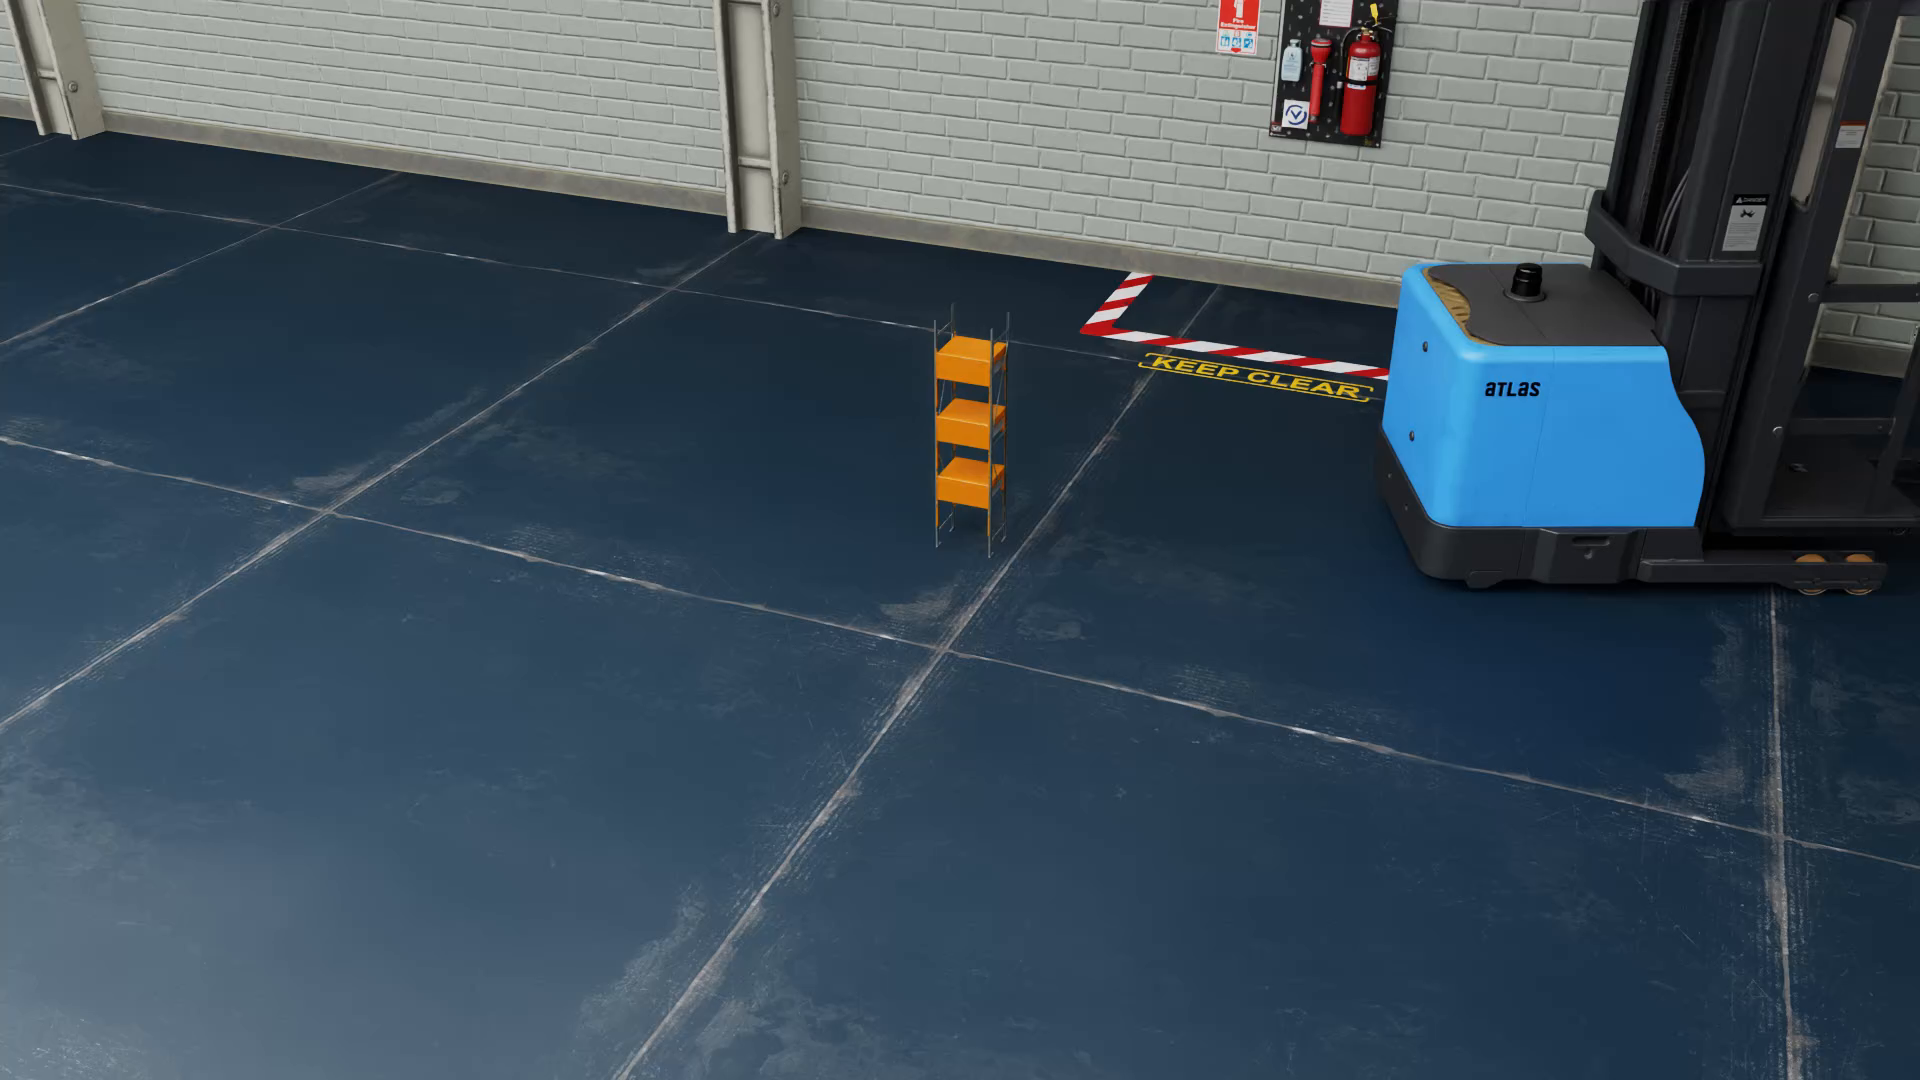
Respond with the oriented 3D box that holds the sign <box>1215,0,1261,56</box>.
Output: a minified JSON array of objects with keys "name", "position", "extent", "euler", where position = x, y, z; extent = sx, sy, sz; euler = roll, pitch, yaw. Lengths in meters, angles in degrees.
[{"name":"sign","position":[1.545,-2.869,9.241],"extent":[0.234,0.329,0.001],"euler":[11,31,19]}]

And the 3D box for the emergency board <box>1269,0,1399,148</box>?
[{"name":"emergency board","position":[2.019,-2.704,8.985],"extent":[0.643,1.169,0.194],"euler":[11,31,19]}]

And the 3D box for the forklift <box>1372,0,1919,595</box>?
[{"name":"forklift","position":[3.413,-1.311,6.592],"extent":[3.031,2.935,1.130],"euler":[0,29,0]}]

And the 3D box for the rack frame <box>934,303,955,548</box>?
[{"name":"rack frame","position":[-0.063,-0.470,7.014],"extent":[0.008,1.050,0.200],"euler":[11,31,19]}]

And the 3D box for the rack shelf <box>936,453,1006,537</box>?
[{"name":"rack shelf","position":[0.050,-0.196,7.116],"extent":[0.240,0.259,0.215],"euler":[11,31,19]}]

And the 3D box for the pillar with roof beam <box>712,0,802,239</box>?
[{"name":"pillar with roof beam","position":[-2.884,-3.988,5.161],"extent":[0.400,9.000,9.100],"euler":[11,31,19]}]

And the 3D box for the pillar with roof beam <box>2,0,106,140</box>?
[{"name":"pillar with roof beam","position":[-8.443,-5.098,7.125],"extent":[0.400,9.000,9.100],"euler":[11,31,19]}]

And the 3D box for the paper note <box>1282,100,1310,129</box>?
[{"name":"paper note","position":[1.881,-2.385,9.316],"extent":[0.142,0.148,0.016],"euler":[11,31,19]}]

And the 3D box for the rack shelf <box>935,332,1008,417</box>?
[{"name":"rack shelf","position":[0.050,-0.685,6.840],"extent":[0.240,0.259,0.215],"euler":[11,31,19]}]

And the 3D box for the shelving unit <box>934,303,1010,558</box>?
[{"name":"shelving unit","position":[0.050,-0.447,6.974],"extent":[0.252,1.050,0.215],"euler":[11,31,19]}]

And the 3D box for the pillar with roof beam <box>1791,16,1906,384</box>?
[{"name":"pillar with roof beam","position":[2.676,-2.878,3.197],"extent":[0.400,9.000,9.100],"euler":[11,31,19]}]

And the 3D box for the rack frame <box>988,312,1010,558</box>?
[{"name":"rack frame","position":[0.163,-0.425,6.934],"extent":[0.008,1.050,0.200],"euler":[11,31,19]}]

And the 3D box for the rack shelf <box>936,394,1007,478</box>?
[{"name":"rack shelf","position":[0.050,-0.438,6.979],"extent":[0.240,0.259,0.215],"euler":[11,31,19]}]
